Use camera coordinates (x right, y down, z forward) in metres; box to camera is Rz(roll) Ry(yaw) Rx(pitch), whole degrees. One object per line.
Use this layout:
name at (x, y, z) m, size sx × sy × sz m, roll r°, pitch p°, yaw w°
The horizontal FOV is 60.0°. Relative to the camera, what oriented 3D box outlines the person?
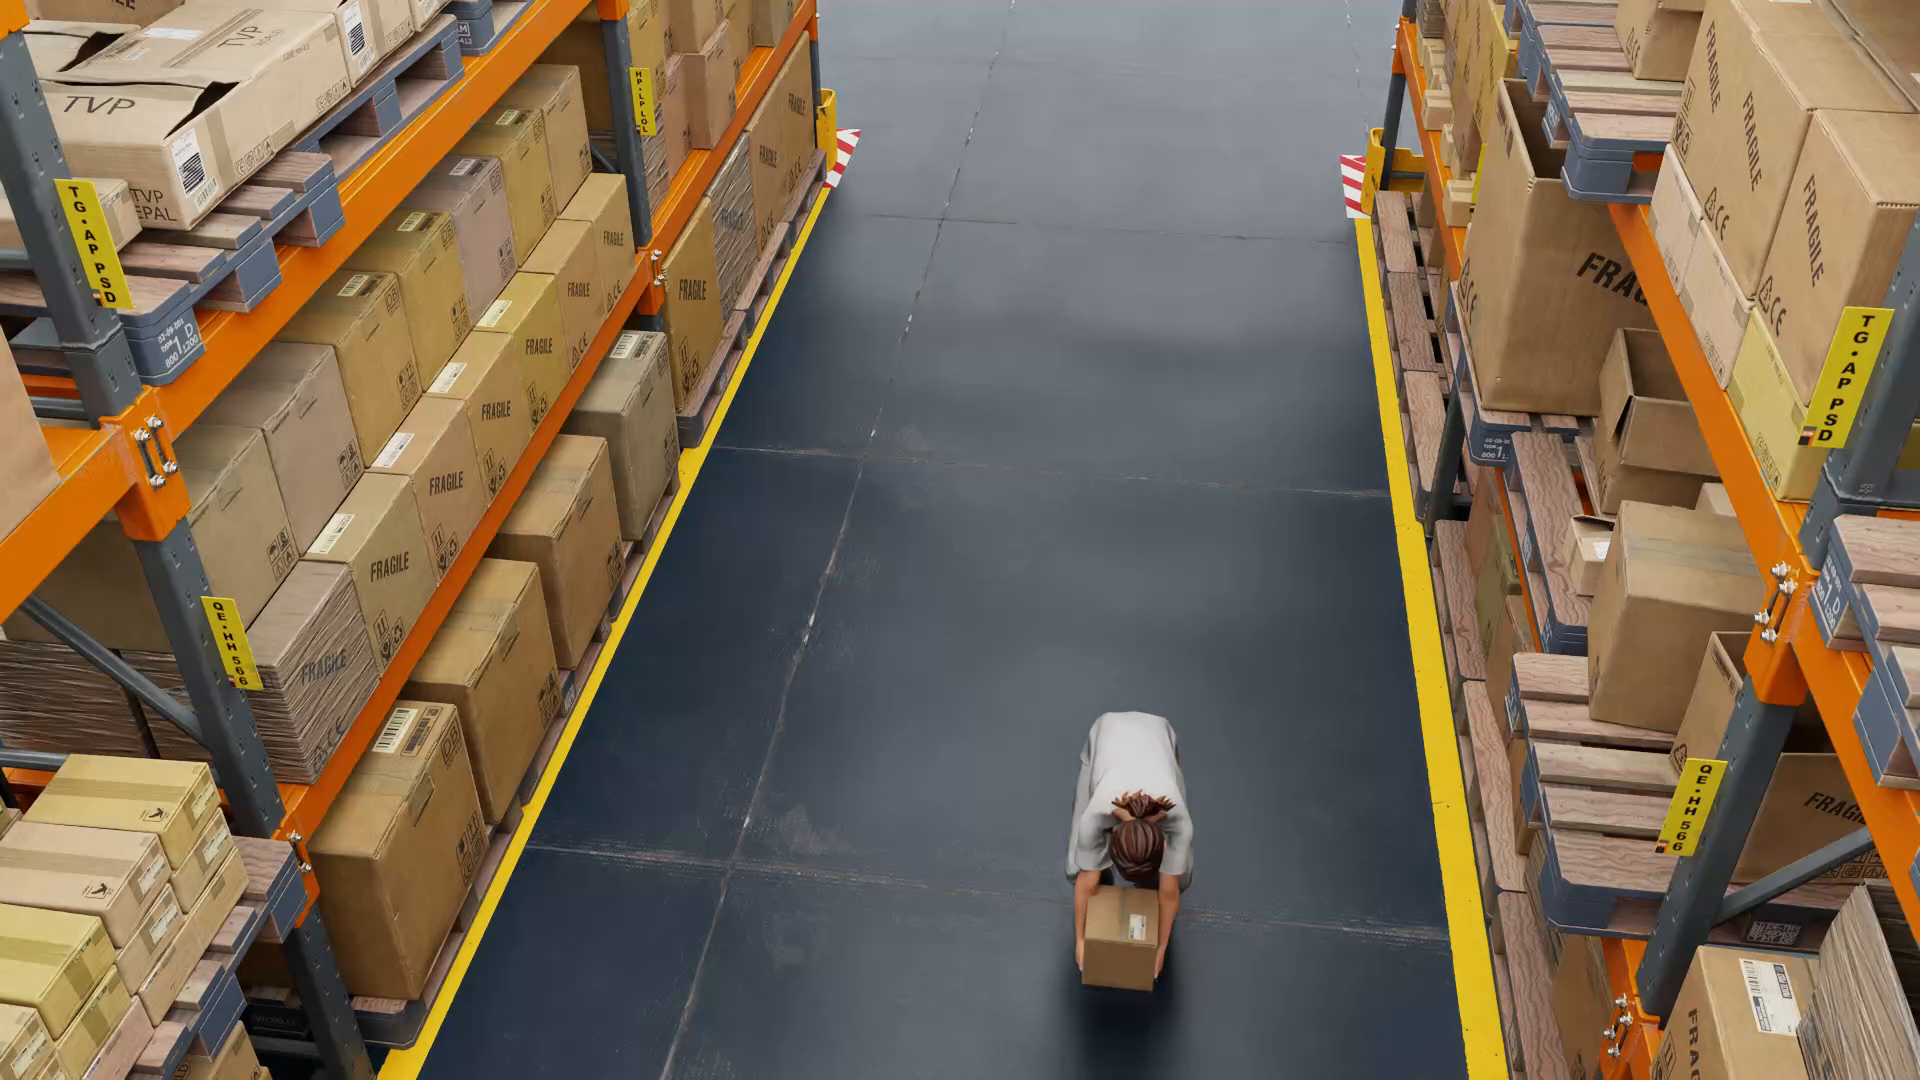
person at (0.615, 1.152, 6.019) m, size 0.466 × 1.025 × 0.866 m, roll 3°, pitch 36°, yaw 4°
